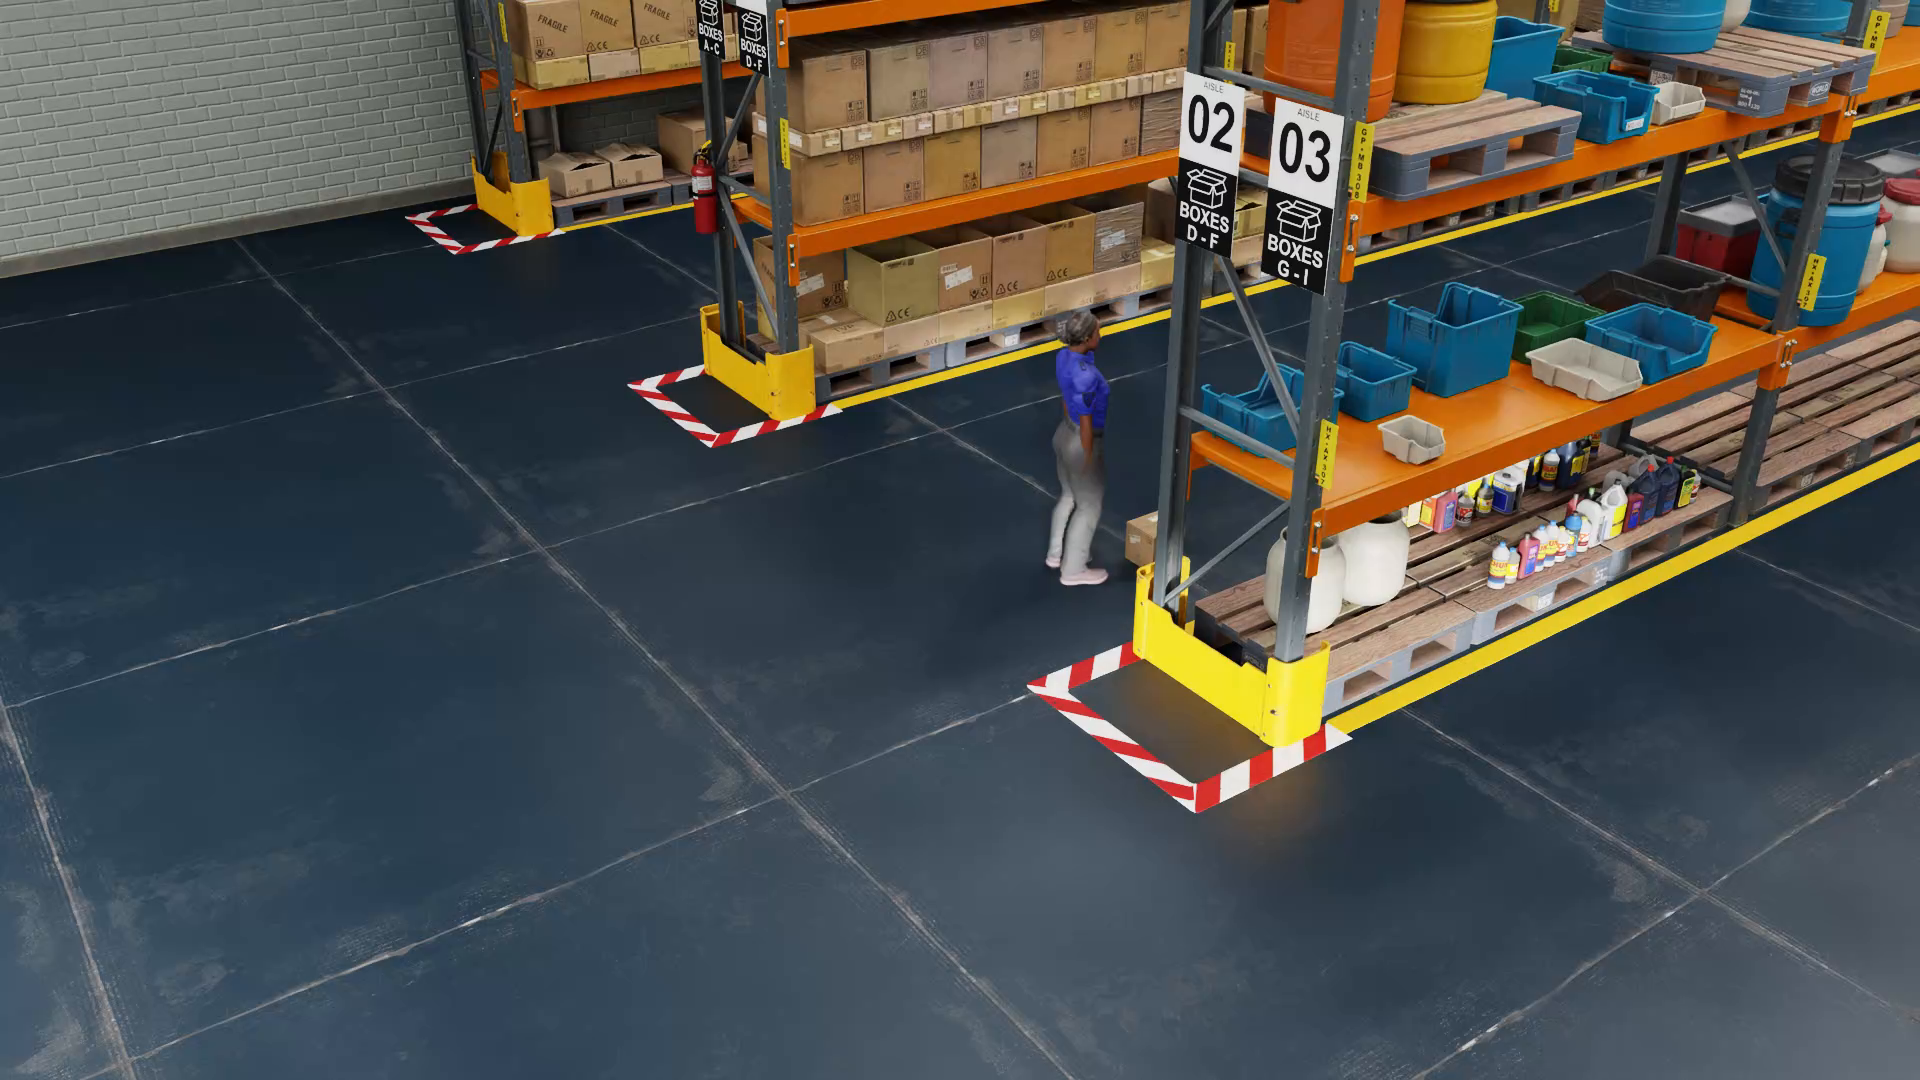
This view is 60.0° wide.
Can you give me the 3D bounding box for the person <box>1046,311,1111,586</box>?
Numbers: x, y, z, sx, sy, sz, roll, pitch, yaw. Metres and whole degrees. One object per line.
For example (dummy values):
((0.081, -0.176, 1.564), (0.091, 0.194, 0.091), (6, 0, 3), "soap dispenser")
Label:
((0.696, -0.543, 9.624), (0.311, 1.656, 0.437), (-7, 30, -12), "person")
